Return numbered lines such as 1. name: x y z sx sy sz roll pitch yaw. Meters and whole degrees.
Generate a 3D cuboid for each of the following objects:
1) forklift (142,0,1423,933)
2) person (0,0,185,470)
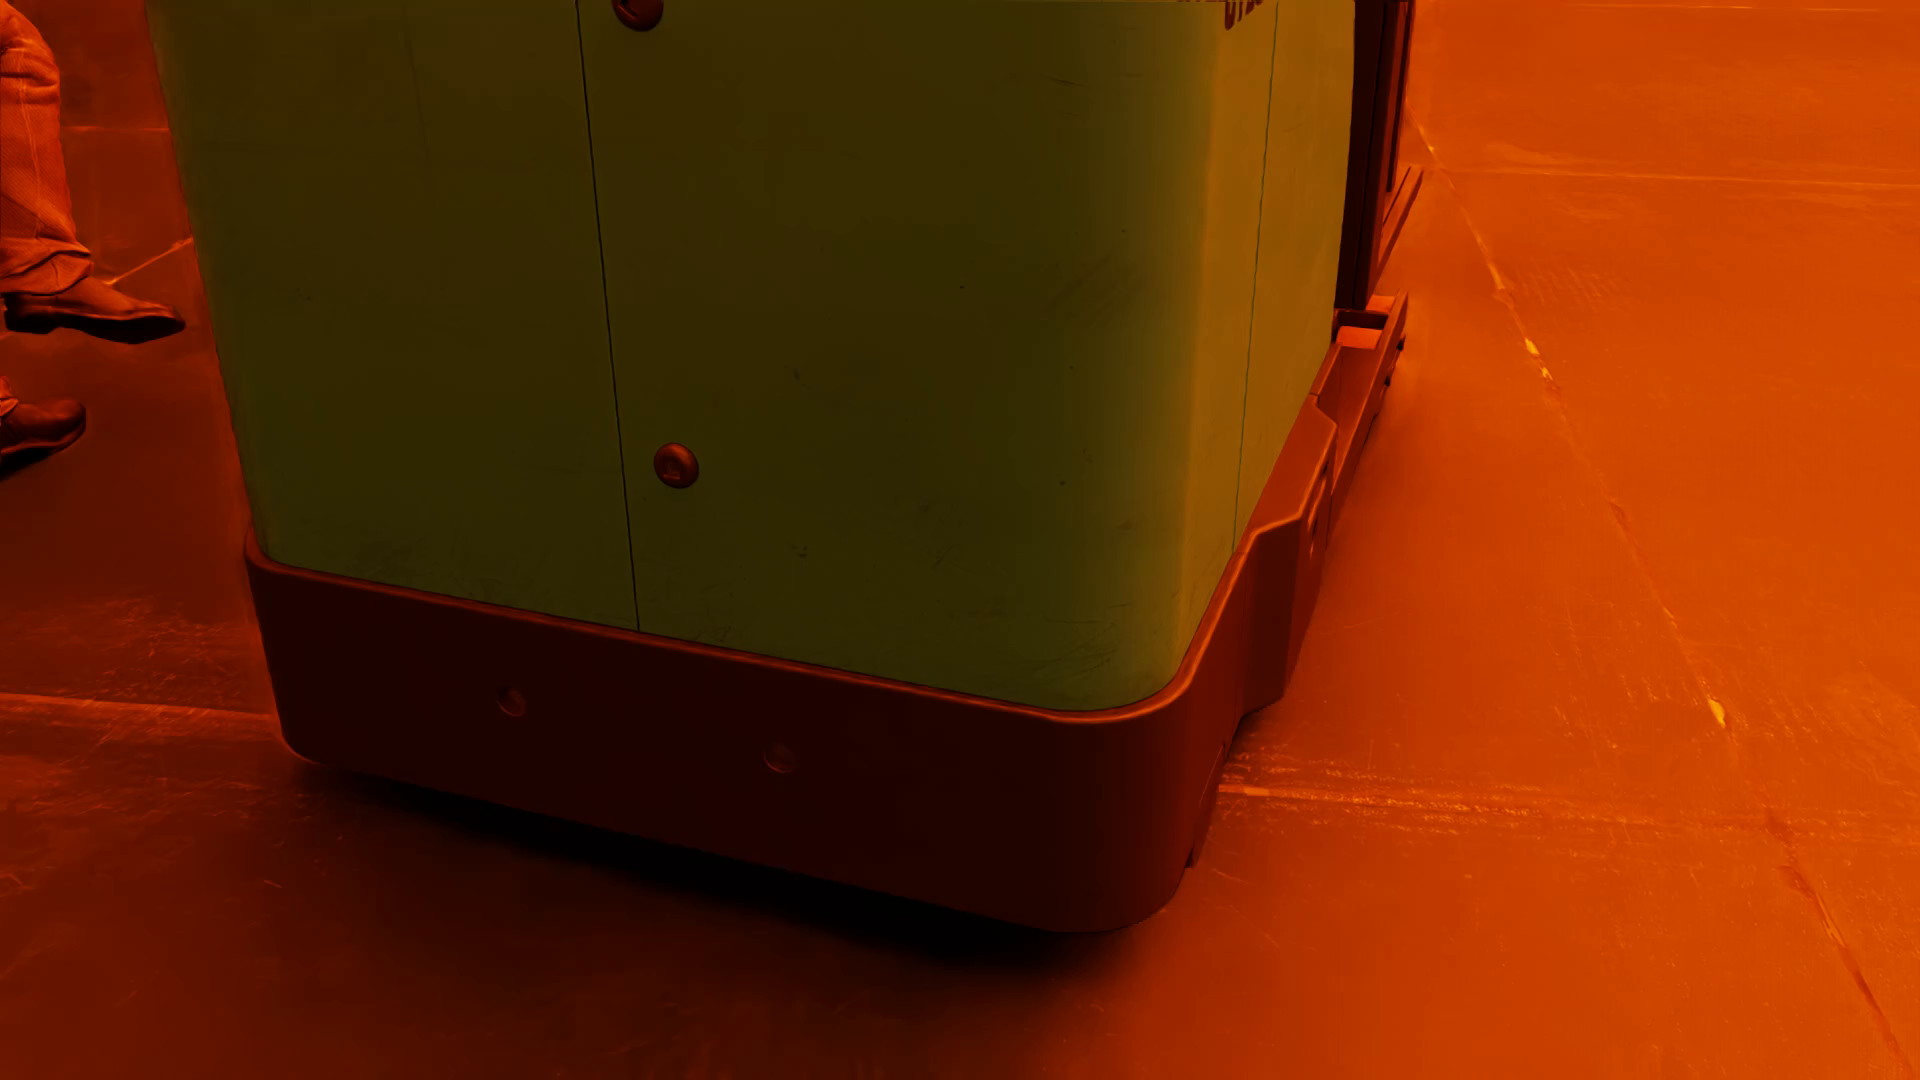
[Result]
1. forklift: 0.194 -1.573 2.371 1.130 2.935 3.031 9 28 18
2. person: -1.752 -0.939 2.727 0.960 1.492 0.876 10 28 19
